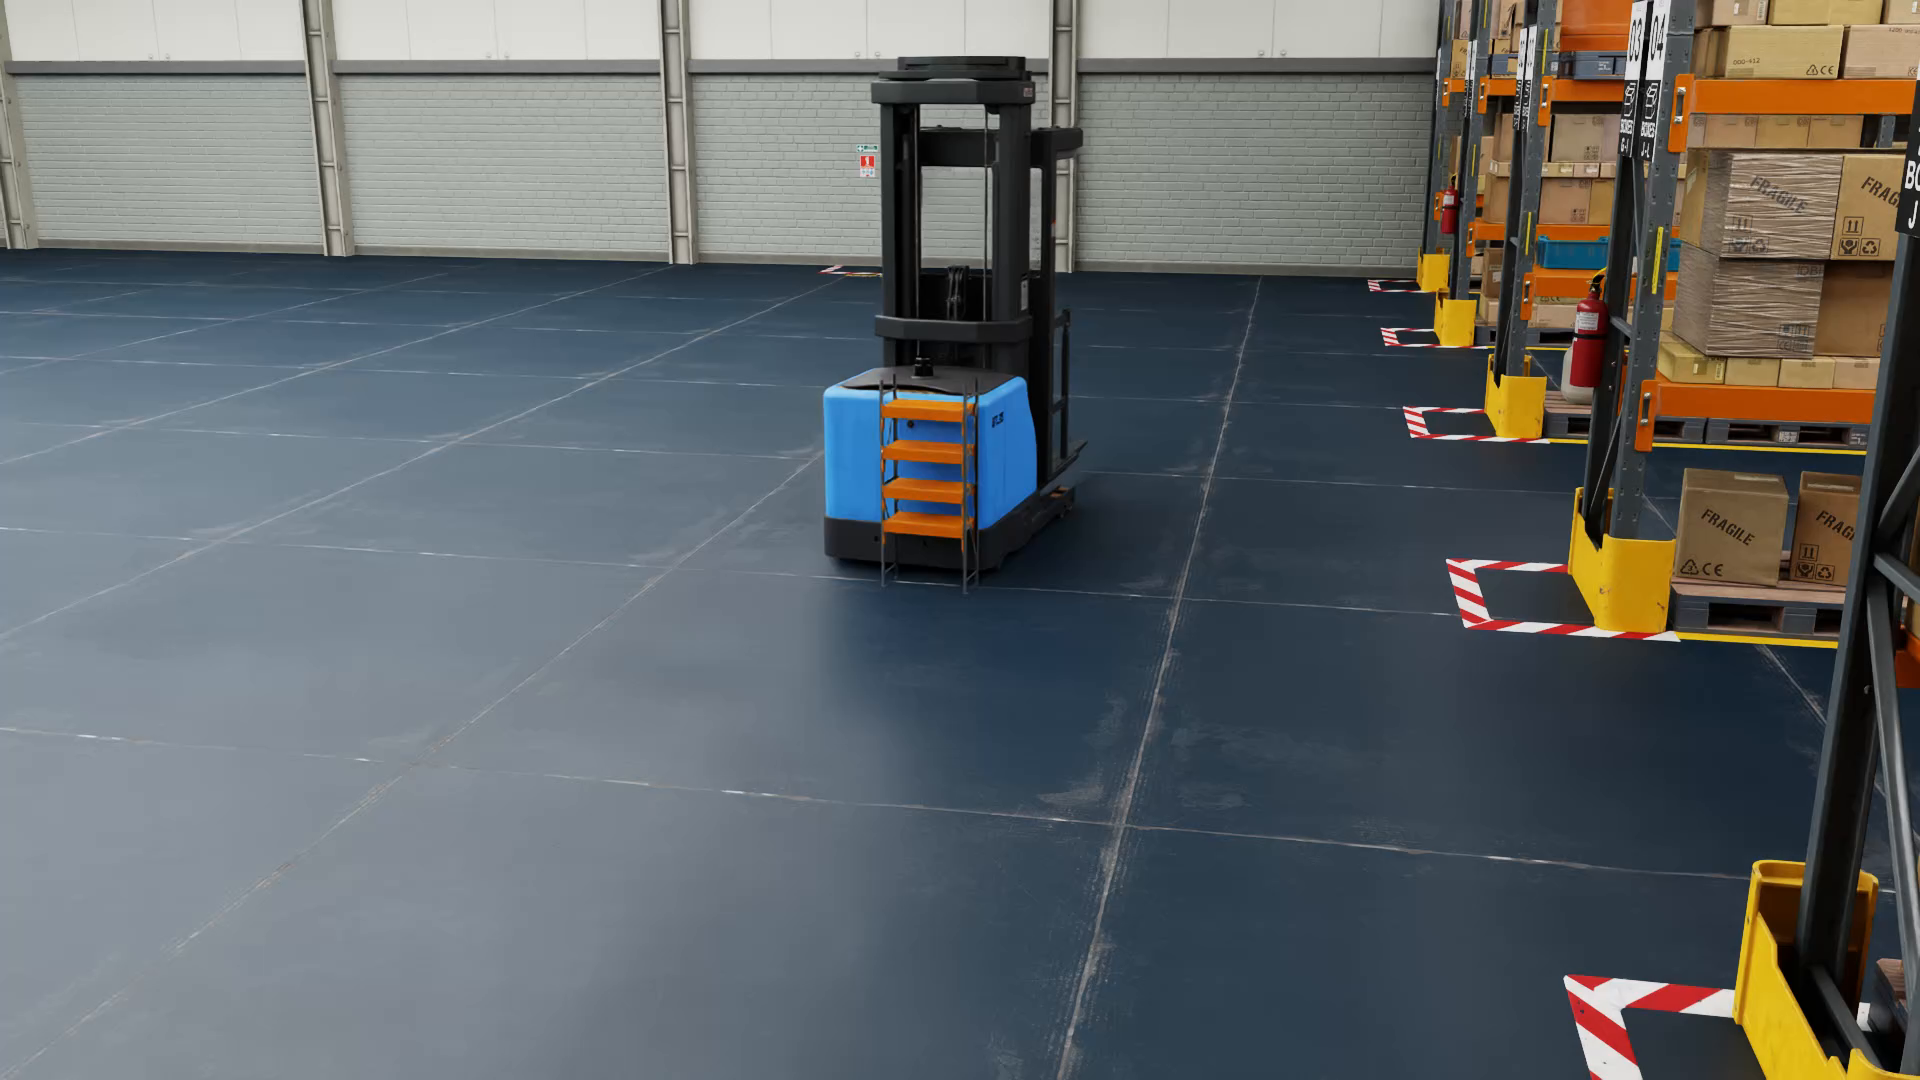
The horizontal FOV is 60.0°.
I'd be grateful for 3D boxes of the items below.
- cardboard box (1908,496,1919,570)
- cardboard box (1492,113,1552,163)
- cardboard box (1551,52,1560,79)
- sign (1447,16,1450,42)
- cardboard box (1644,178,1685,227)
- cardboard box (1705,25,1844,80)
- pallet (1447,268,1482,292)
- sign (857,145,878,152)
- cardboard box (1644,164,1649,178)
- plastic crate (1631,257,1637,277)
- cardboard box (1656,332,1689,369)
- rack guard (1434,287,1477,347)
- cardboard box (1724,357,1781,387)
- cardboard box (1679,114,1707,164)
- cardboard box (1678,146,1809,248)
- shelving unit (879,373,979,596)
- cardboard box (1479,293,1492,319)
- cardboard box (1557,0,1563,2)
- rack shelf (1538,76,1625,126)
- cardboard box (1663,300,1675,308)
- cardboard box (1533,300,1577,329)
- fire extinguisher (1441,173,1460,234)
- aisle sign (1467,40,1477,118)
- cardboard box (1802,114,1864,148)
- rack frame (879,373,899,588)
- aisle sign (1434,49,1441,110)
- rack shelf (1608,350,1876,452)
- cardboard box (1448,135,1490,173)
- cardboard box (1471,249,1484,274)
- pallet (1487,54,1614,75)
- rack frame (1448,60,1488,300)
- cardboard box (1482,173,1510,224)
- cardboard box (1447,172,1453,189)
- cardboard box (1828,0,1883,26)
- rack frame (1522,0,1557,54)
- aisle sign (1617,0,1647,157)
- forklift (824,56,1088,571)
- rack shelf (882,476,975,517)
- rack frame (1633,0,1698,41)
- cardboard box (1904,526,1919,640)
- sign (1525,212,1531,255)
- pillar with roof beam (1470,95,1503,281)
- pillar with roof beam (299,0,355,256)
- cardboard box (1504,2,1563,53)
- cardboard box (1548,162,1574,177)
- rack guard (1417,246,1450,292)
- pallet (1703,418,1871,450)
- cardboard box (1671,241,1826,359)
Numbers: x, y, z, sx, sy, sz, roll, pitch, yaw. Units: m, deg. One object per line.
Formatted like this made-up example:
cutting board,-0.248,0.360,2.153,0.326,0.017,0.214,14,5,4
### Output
cardboard box,5.389,-0.016,8.826,0.500,0.500,0.500,5,16,16
cardboard box,6.062,-4.351,17.961,0.500,0.500,0.700,3,16,11
cardboard box,7.846,-6.360,21.989,0.500,0.500,0.500,4,16,14
sign,6.431,-6.729,21.909,0.005,0.325,0.100,3,16,11
cardboard box,7.528,-3.647,17.850,0.500,0.500,0.700,4,16,13
cardboard box,3.999,-2.397,8.188,0.500,0.250,0.500,4,16,13
pallet,7.403,-3.604,23.107,1.213,0.211,1.003,3,16,11
sign,-1.415,-5.980,25.403,0.331,0.109,0.001,3,16,11
cardboard box,7.160,-3.924,17.636,0.250,0.149,0.380,3,16,10
plastic crate,5.378,-2.154,13.142,0.250,0.136,0.298,3,16,11
cardboard box,3.898,-1.035,9.079,0.250,0.149,0.380,3,16,11
rack guard,5.532,-2.505,18.598,0.348,0.500,1.175,3,16,11
cardboard box,4.051,-0.900,8.593,0.250,0.149,0.380,3,16,11
cardboard box,7.564,-4.271,17.673,0.500,0.500,0.700,3,16,11
cardboard box,4.166,-1.826,8.846,0.500,0.500,0.500,3,16,11
shelving unit,-0.171,-0.313,9.375,0.503,1.200,0.258,5,16,17
cardboard box,6.140,-2.634,18.747,0.500,0.250,0.500,3,16,11
cardboard box,7.854,-6.841,21.853,0.500,0.500,0.500,4,16,13
rack shelf,6.525,-3.405,12.894,4.000,0.370,1.077,3,16,11
cardboard box,7.506,-2.780,17.867,0.500,0.500,0.500,3,16,11
cardboard box,6.528,-2.473,18.165,0.500,0.250,0.500,3,16,11
fire extinguisher,5.532,-3.799,18.731,0.183,0.674,0.296,3,16,11
aisle sign,5.430,-4.884,17.636,0.004,0.787,0.394,3,16,11
cardboard box,9.039,-4.191,17.384,0.500,0.500,0.700,3,16,11
rack frame,-0.403,-0.333,9.448,0.015,1.200,0.240,5,16,17
aisle sign,6.409,-6.182,22.322,0.004,0.787,0.394,3,16,11
rack shelf,5.538,-0.664,8.617,4.000,0.370,1.077,3,16,11
cardboard box,7.043,-5.333,22.966,0.500,0.500,0.500,3,16,10
cardboard box,7.199,-3.860,23.021,0.500,0.311,0.500,1,16,5
pallet,6.243,-5.067,17.711,1.213,0.211,1.003,3,16,11
rack frame,5.556,-3.708,18.260,0.127,3.000,1.000,3,16,11
cardboard box,6.011,-3.728,18.145,0.500,0.500,0.700,3,16,11
cardboard box,7.036,-4.967,23.049,0.500,0.250,0.500,3,16,12
cardboard box,4.309,-2.587,8.127,0.250,0.149,0.380,3,16,10
rack frame,4.565,-5.304,12.782,0.127,3.000,1.000,3,16,11
aisle sign,3.577,-2.451,8.853,0.004,0.787,0.394,3,16,11
forklift,0.142,-1.586,10.729,1.130,2.935,3.031,5,16,18
rack shelf,-0.171,-0.248,9.393,0.480,0.148,0.258,5,16,17
rack frame,3.578,-4.008,8.104,0.127,3.000,1.000,3,16,11
cardboard box,2.863,0.111,4.192,0.550,0.550,0.875,3,16,11
sign,4.451,-2.402,13.027,0.005,0.325,0.100,3,16,11
pillar with roof beam,6.540,-6.958,18.755,0.400,9.000,9.100,3,16,11
pillar with roof beam,-11.099,-7.916,22.211,0.400,9.000,9.100,3,16,11
cardboard box,6.118,-5.442,17.656,0.637,0.503,0.797,4,16,15
cardboard box,6.401,-3.965,17.784,0.250,0.149,0.380,3,16,11
rack guard,6.614,-3.796,23.258,0.348,0.500,1.175,3,16,11
pallet,6.636,-0.967,13.587,1.213,0.211,1.003,3,16,11
cardboard box,4.111,-1.272,8.720,0.500,0.500,0.875,3,16,11
